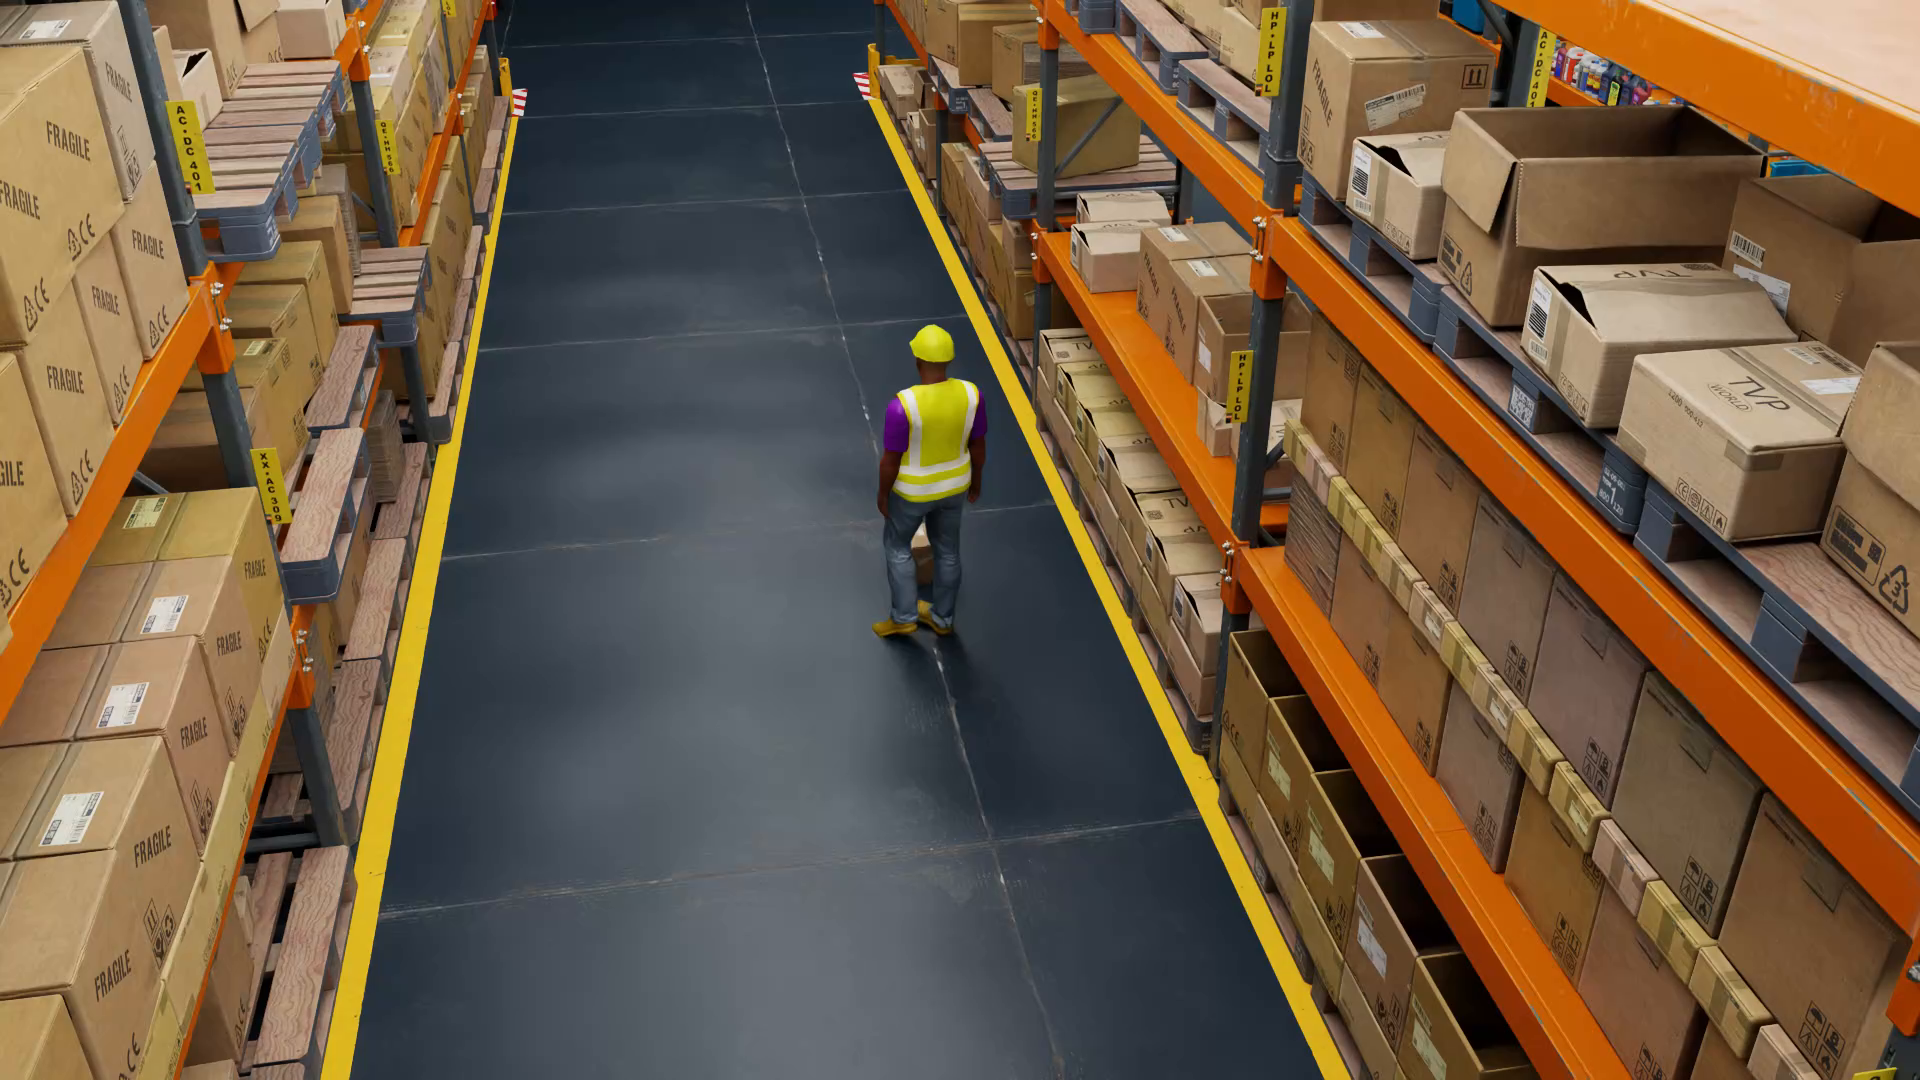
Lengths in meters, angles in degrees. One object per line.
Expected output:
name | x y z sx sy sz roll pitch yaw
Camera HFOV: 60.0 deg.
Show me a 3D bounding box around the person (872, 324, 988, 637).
person | -0.159 -0.269 8.596 0.587 1.808 0.391 -13 33 -21
